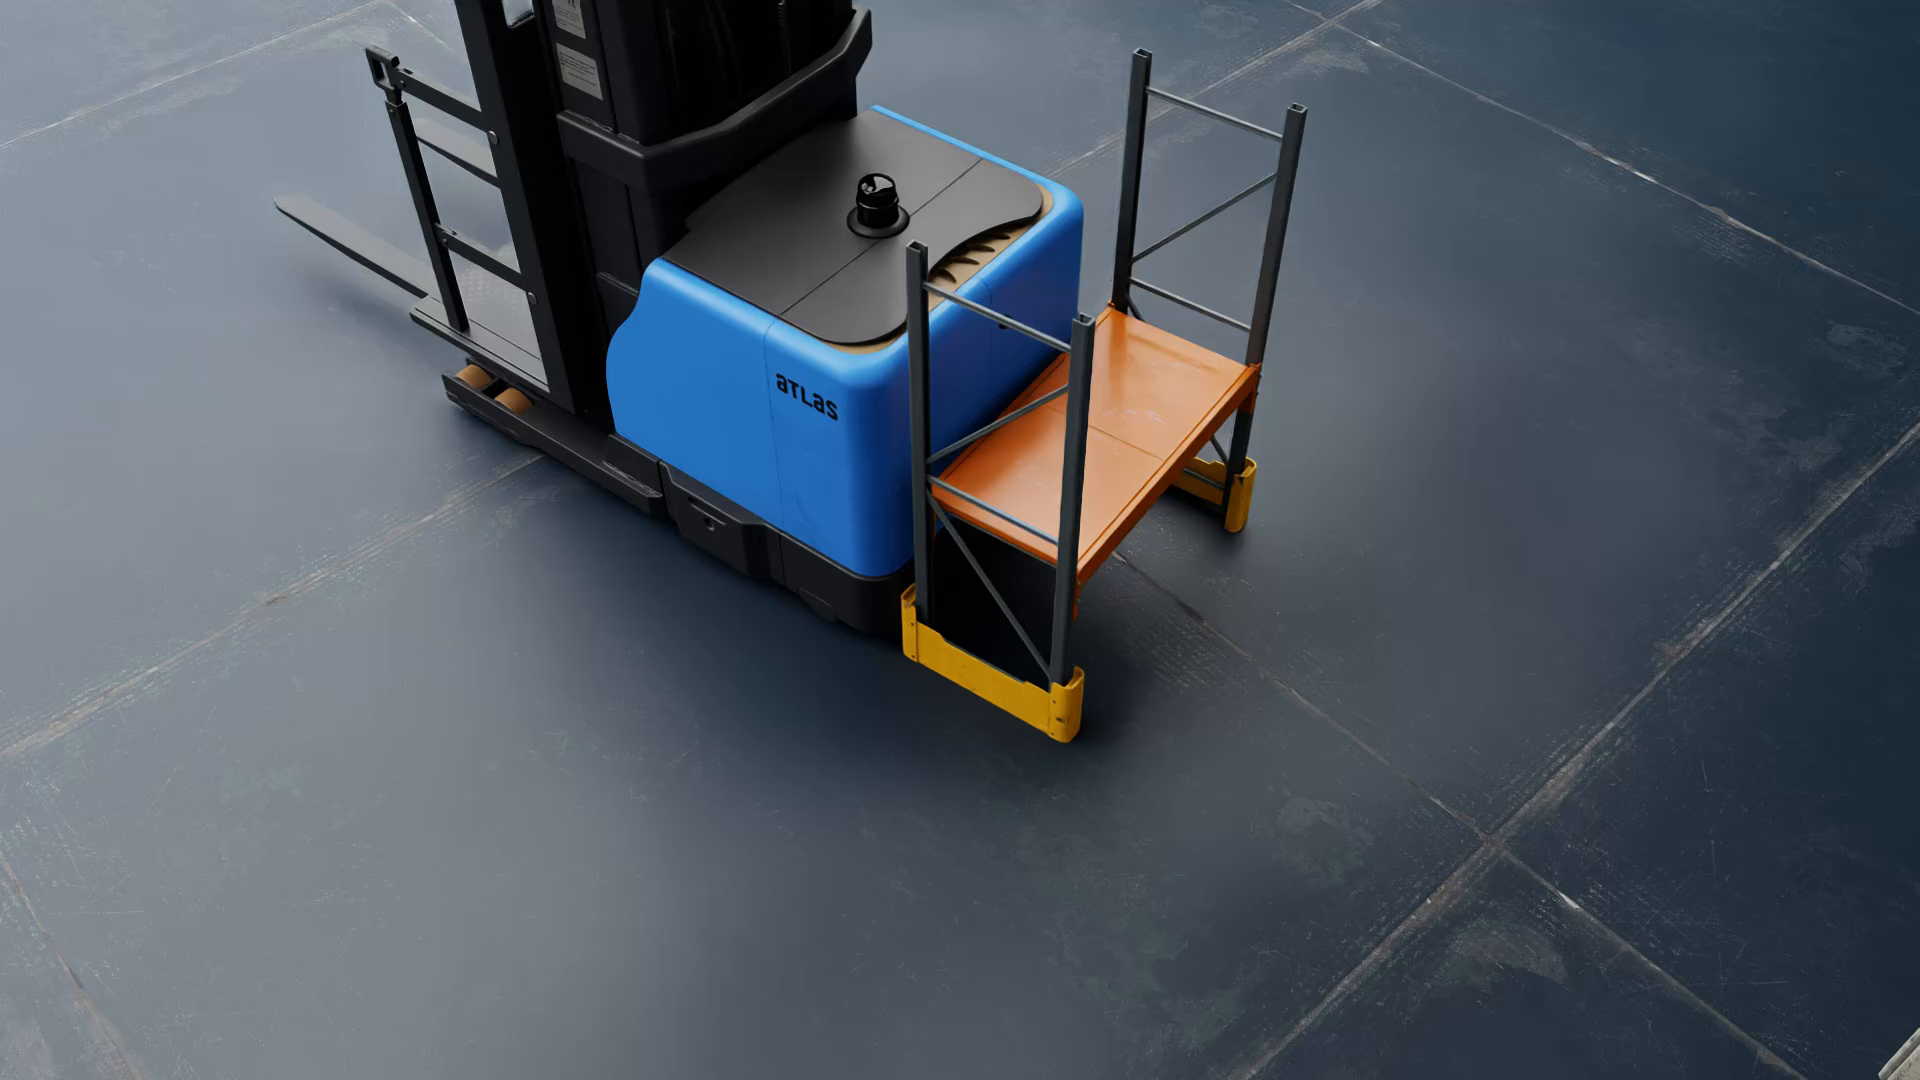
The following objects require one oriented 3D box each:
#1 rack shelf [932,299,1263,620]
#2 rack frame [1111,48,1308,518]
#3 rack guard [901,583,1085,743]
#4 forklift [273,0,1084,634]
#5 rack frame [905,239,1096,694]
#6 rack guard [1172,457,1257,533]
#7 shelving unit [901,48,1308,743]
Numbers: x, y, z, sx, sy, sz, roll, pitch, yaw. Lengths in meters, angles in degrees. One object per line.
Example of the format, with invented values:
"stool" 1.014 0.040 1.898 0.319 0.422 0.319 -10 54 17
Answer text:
"rack shelf" 0.378 -0.258 4.712 0.538 0.185 1.000 27 53 23
"rack frame" 0.670 -0.685 4.862 0.500 1.500 0.032 27 53 23
"rack guard" 0.087 0.349 4.757 0.587 0.250 0.087 27 53 23
"forklift" -1.114 -1.614 4.745 3.031 2.935 1.130 29 54 24
"rack frame" 0.086 -0.074 4.297 0.500 1.500 0.032 27 53 23
"rack guard" 0.659 -0.250 5.310 0.587 0.250 0.087 27 53 23
"shelving unit" 0.373 -0.374 4.575 0.587 1.500 1.083 27 53 23
